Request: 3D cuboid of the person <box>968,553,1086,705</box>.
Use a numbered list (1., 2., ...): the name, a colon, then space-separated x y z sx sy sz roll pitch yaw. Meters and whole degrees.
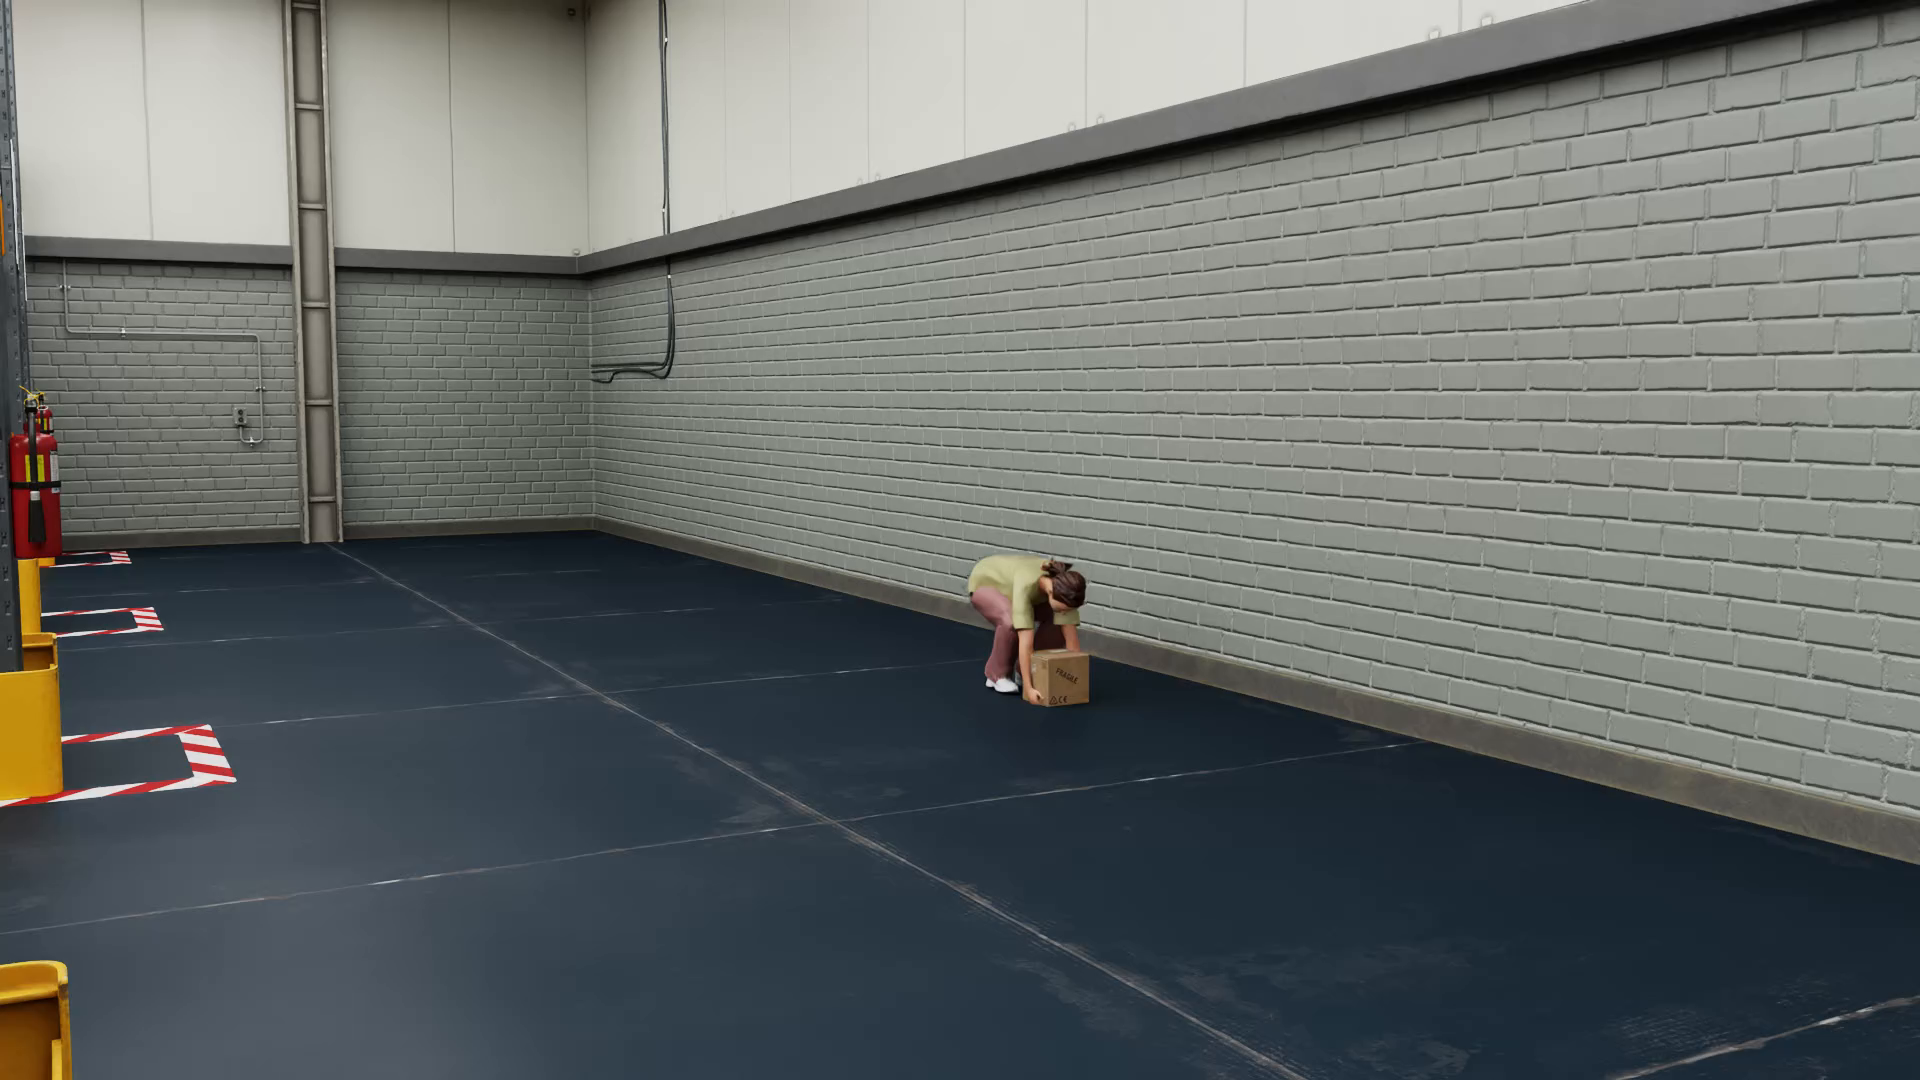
1. person: 0.371 0.453 8.787 0.440 0.747 0.866 -3 6 -30
